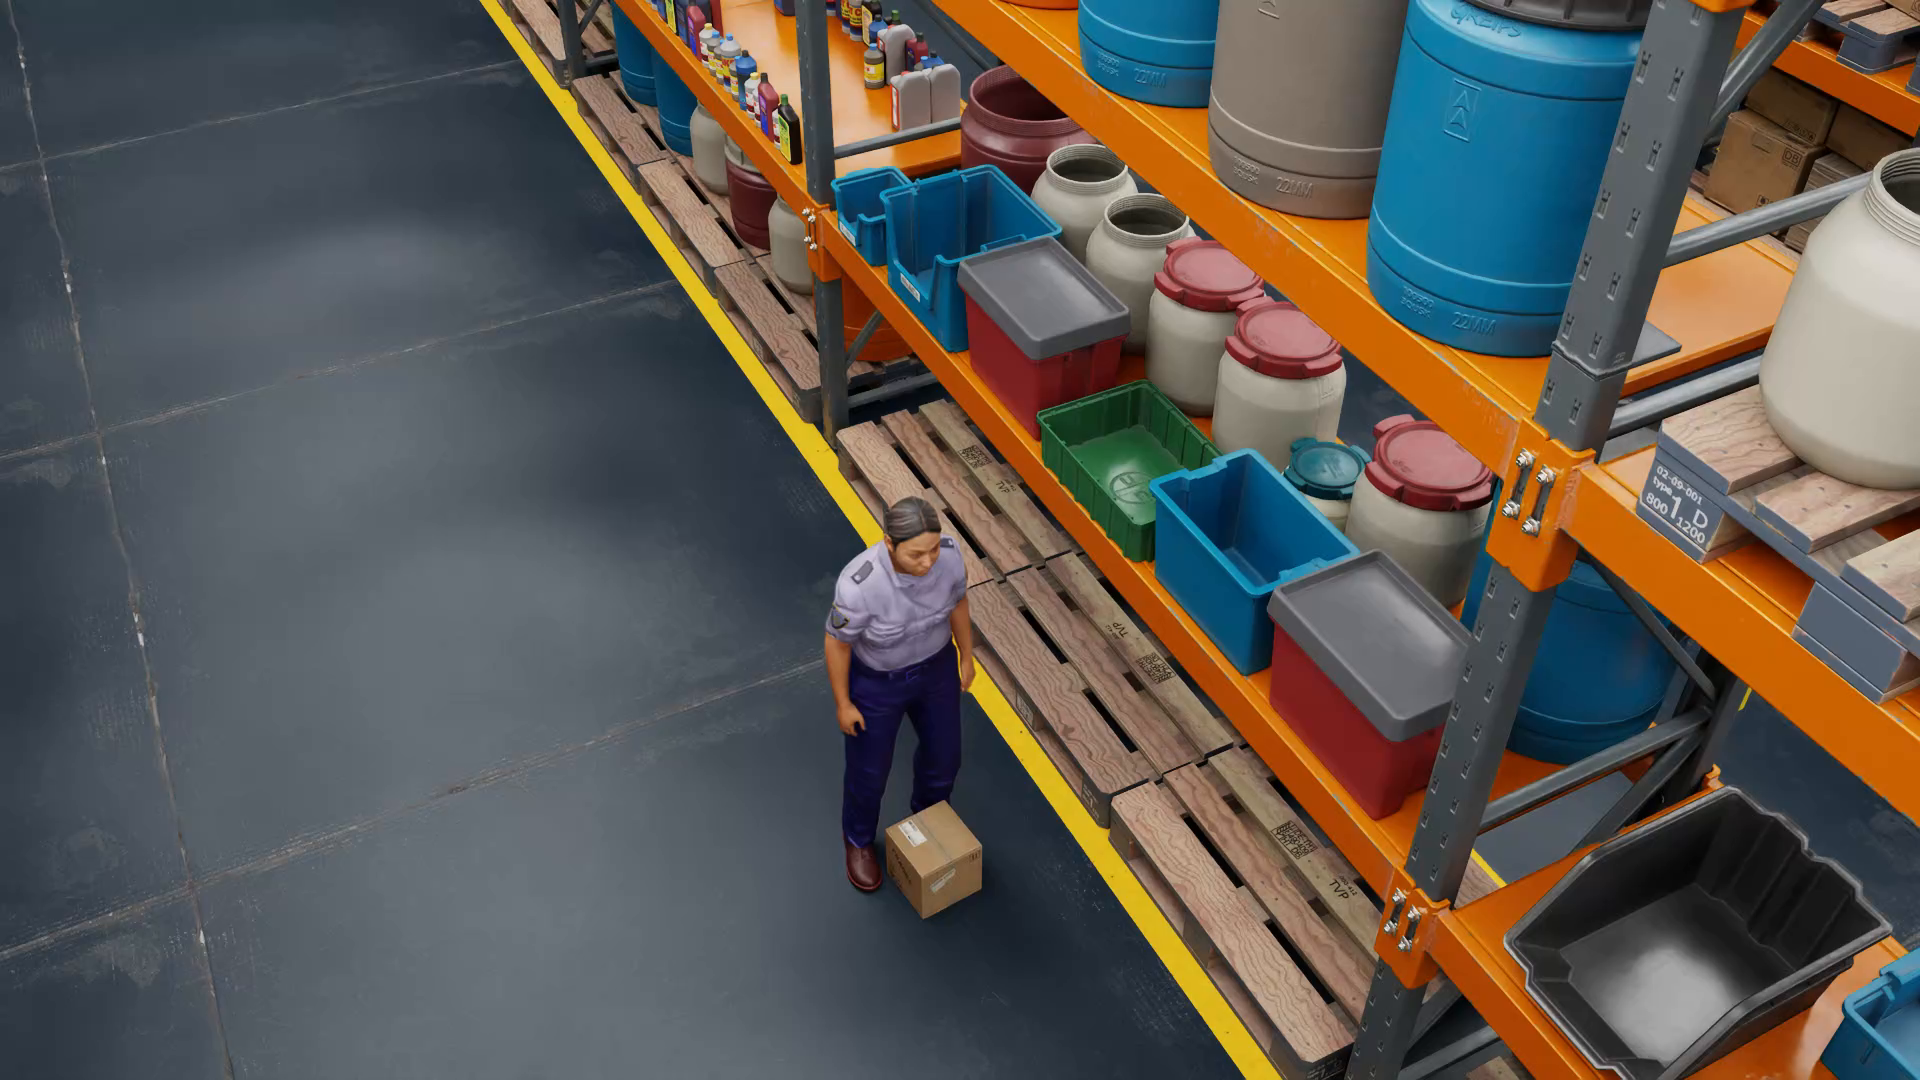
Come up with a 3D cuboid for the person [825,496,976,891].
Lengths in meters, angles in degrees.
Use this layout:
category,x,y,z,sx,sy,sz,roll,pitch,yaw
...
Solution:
category,x,y,z,sx,sy,sz,roll,pitch,yaw
person,-0.191,0.490,5.614,0.551,1.648,0.415,-20,45,-21
